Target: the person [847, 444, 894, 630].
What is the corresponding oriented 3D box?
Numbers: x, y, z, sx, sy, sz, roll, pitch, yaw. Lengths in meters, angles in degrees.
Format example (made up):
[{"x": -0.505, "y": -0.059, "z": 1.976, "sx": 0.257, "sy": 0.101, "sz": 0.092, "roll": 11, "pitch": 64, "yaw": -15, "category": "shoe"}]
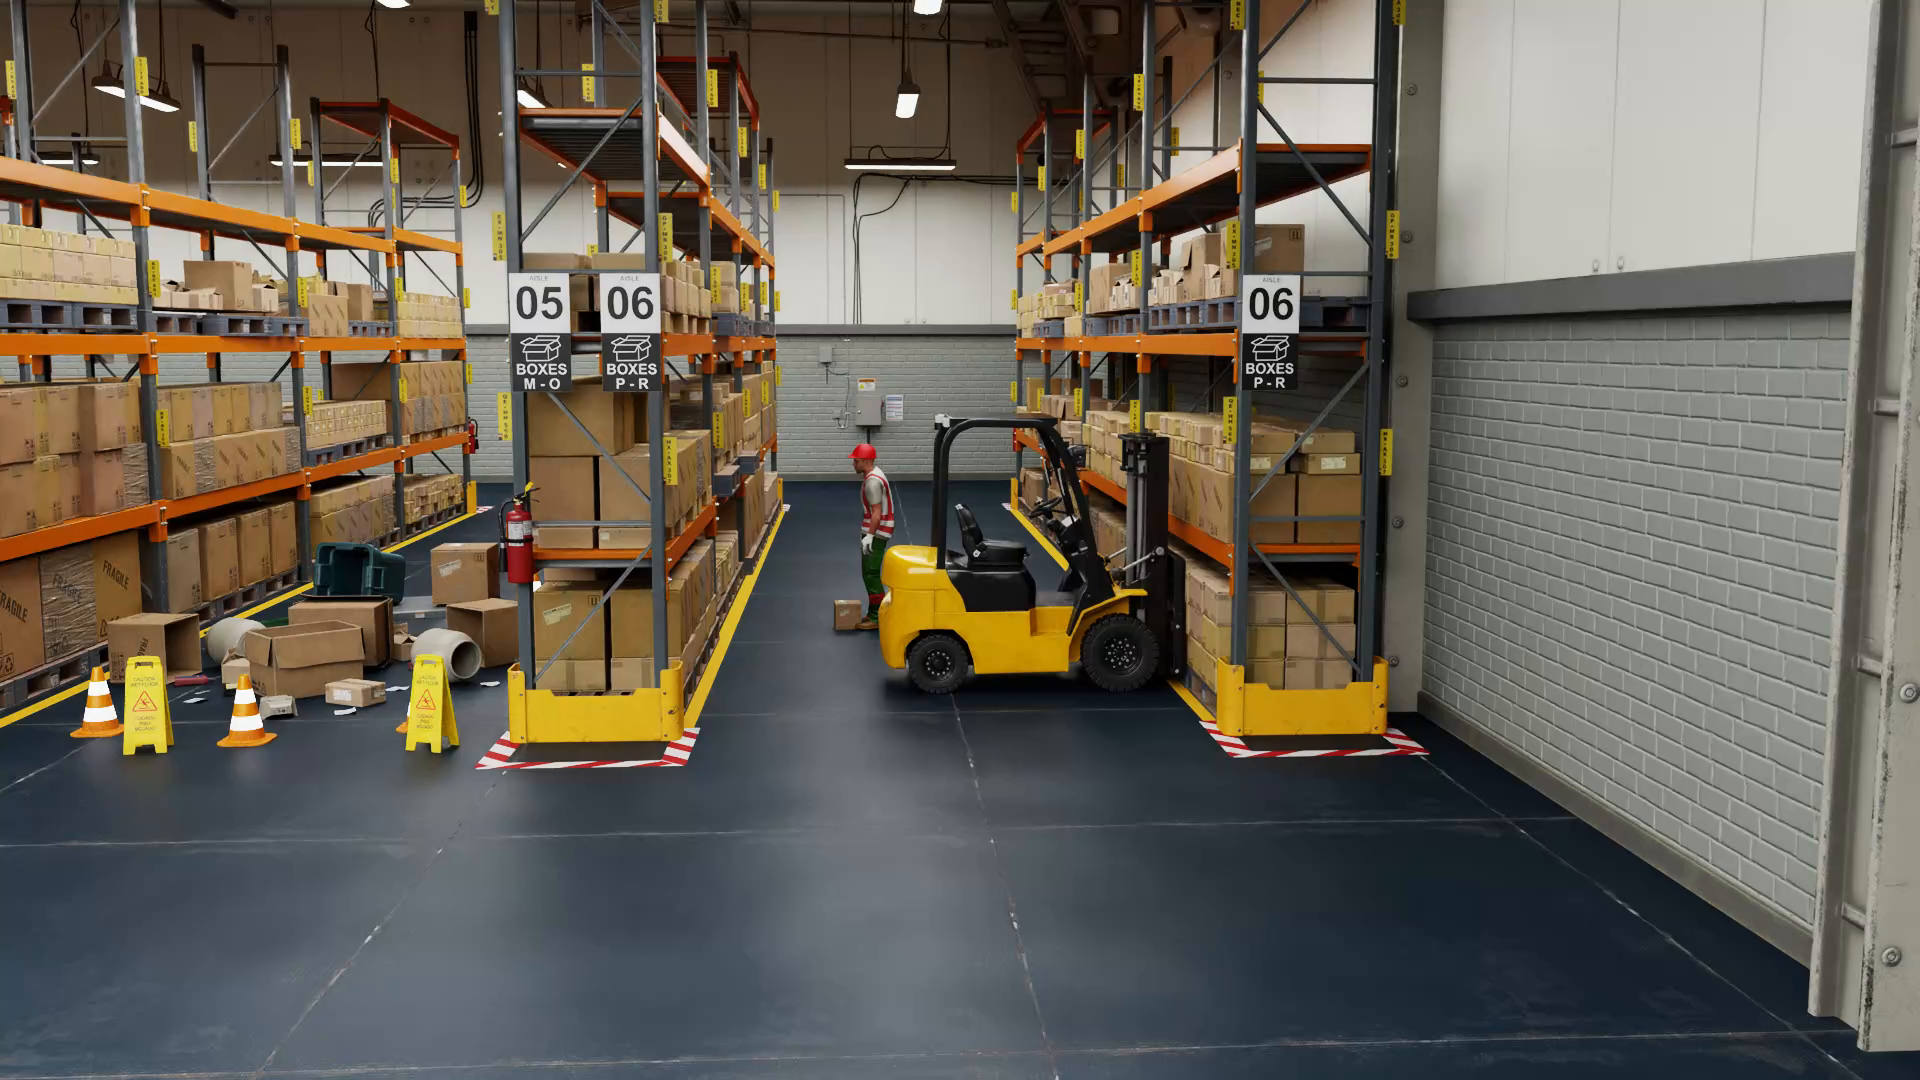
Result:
[{"x": -0.856, "y": -0.038, "z": 15.989, "sx": 0.448, "sy": 1.780, "sz": 0.609, "roll": 0, "pitch": 7, "yaw": -3, "category": "person"}]
